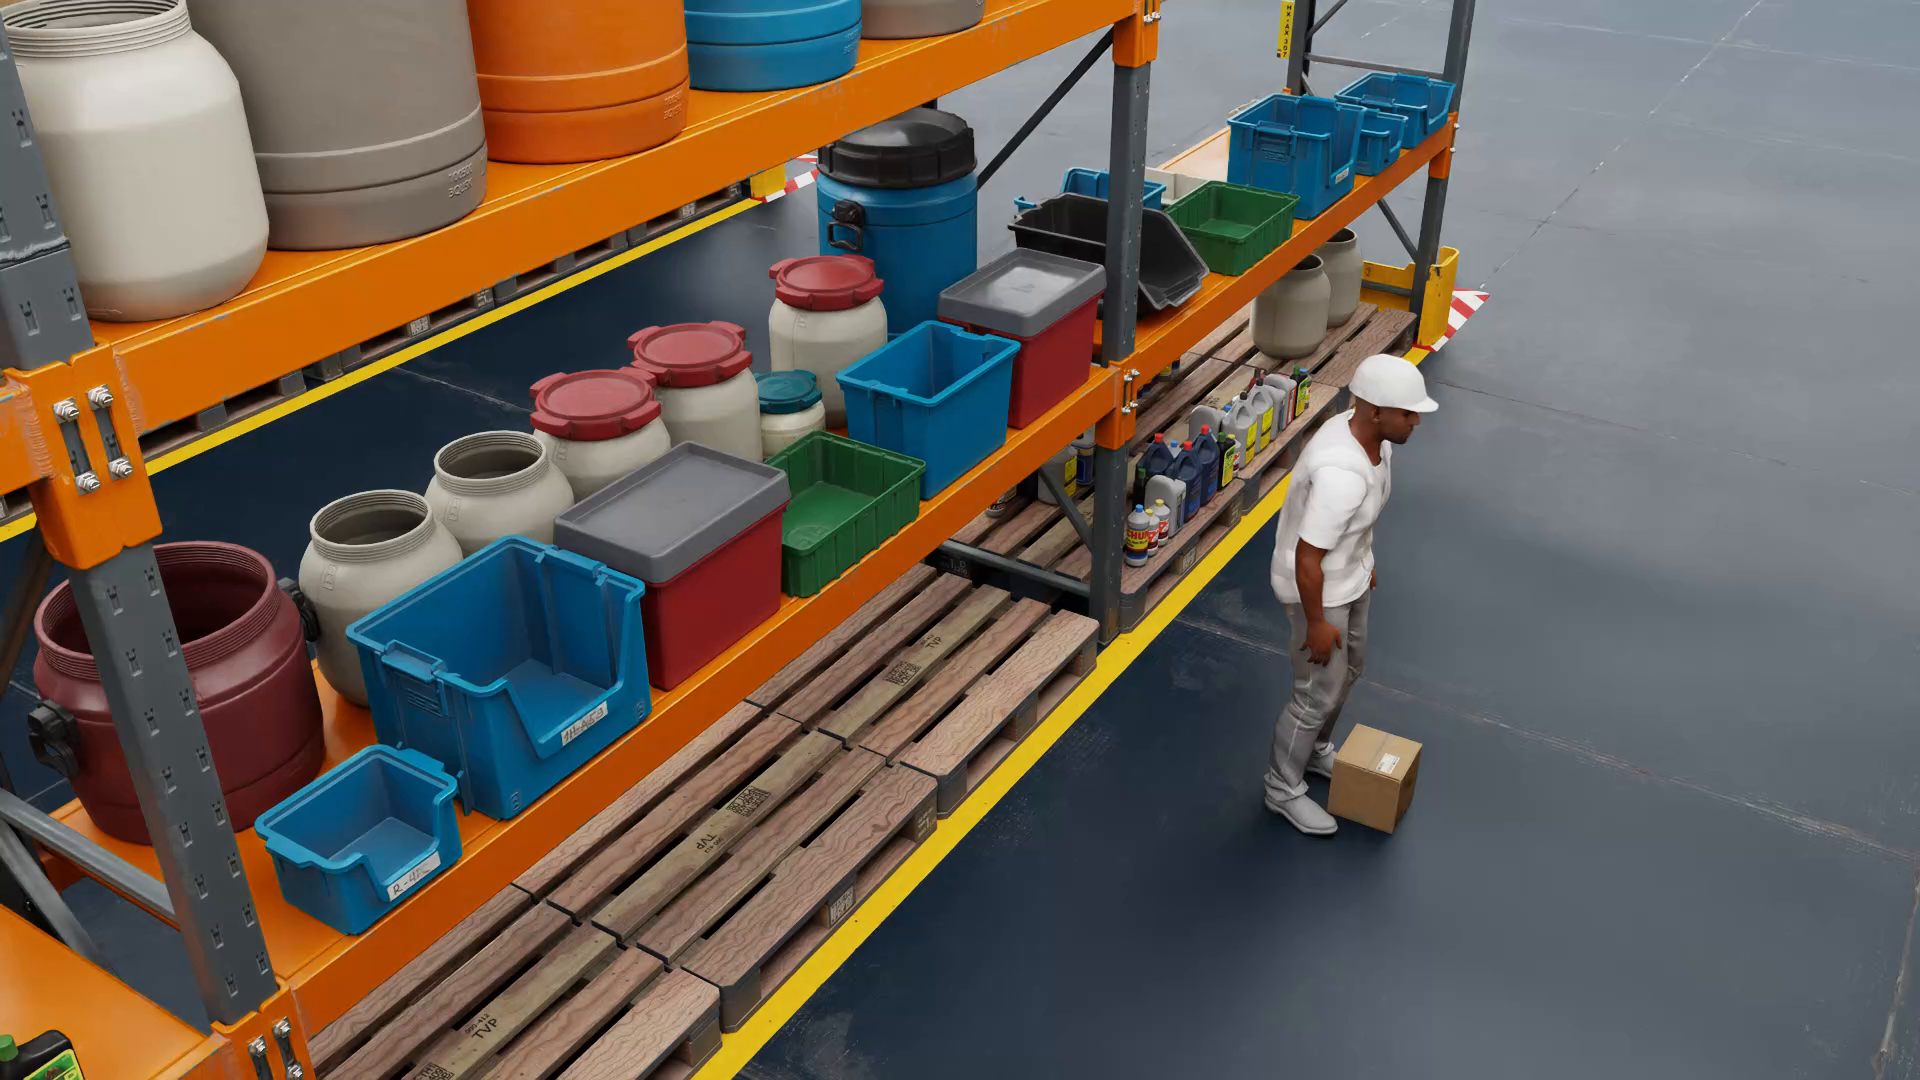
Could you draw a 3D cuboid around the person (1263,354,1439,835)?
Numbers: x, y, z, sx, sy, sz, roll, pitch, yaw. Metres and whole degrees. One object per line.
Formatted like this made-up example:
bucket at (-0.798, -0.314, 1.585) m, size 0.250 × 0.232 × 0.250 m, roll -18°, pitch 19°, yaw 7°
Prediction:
person at (1.331, 0.166, 5.834) m, size 0.462 × 1.755 × 0.633 m, roll 15°, pitch 34°, yaw 24°
